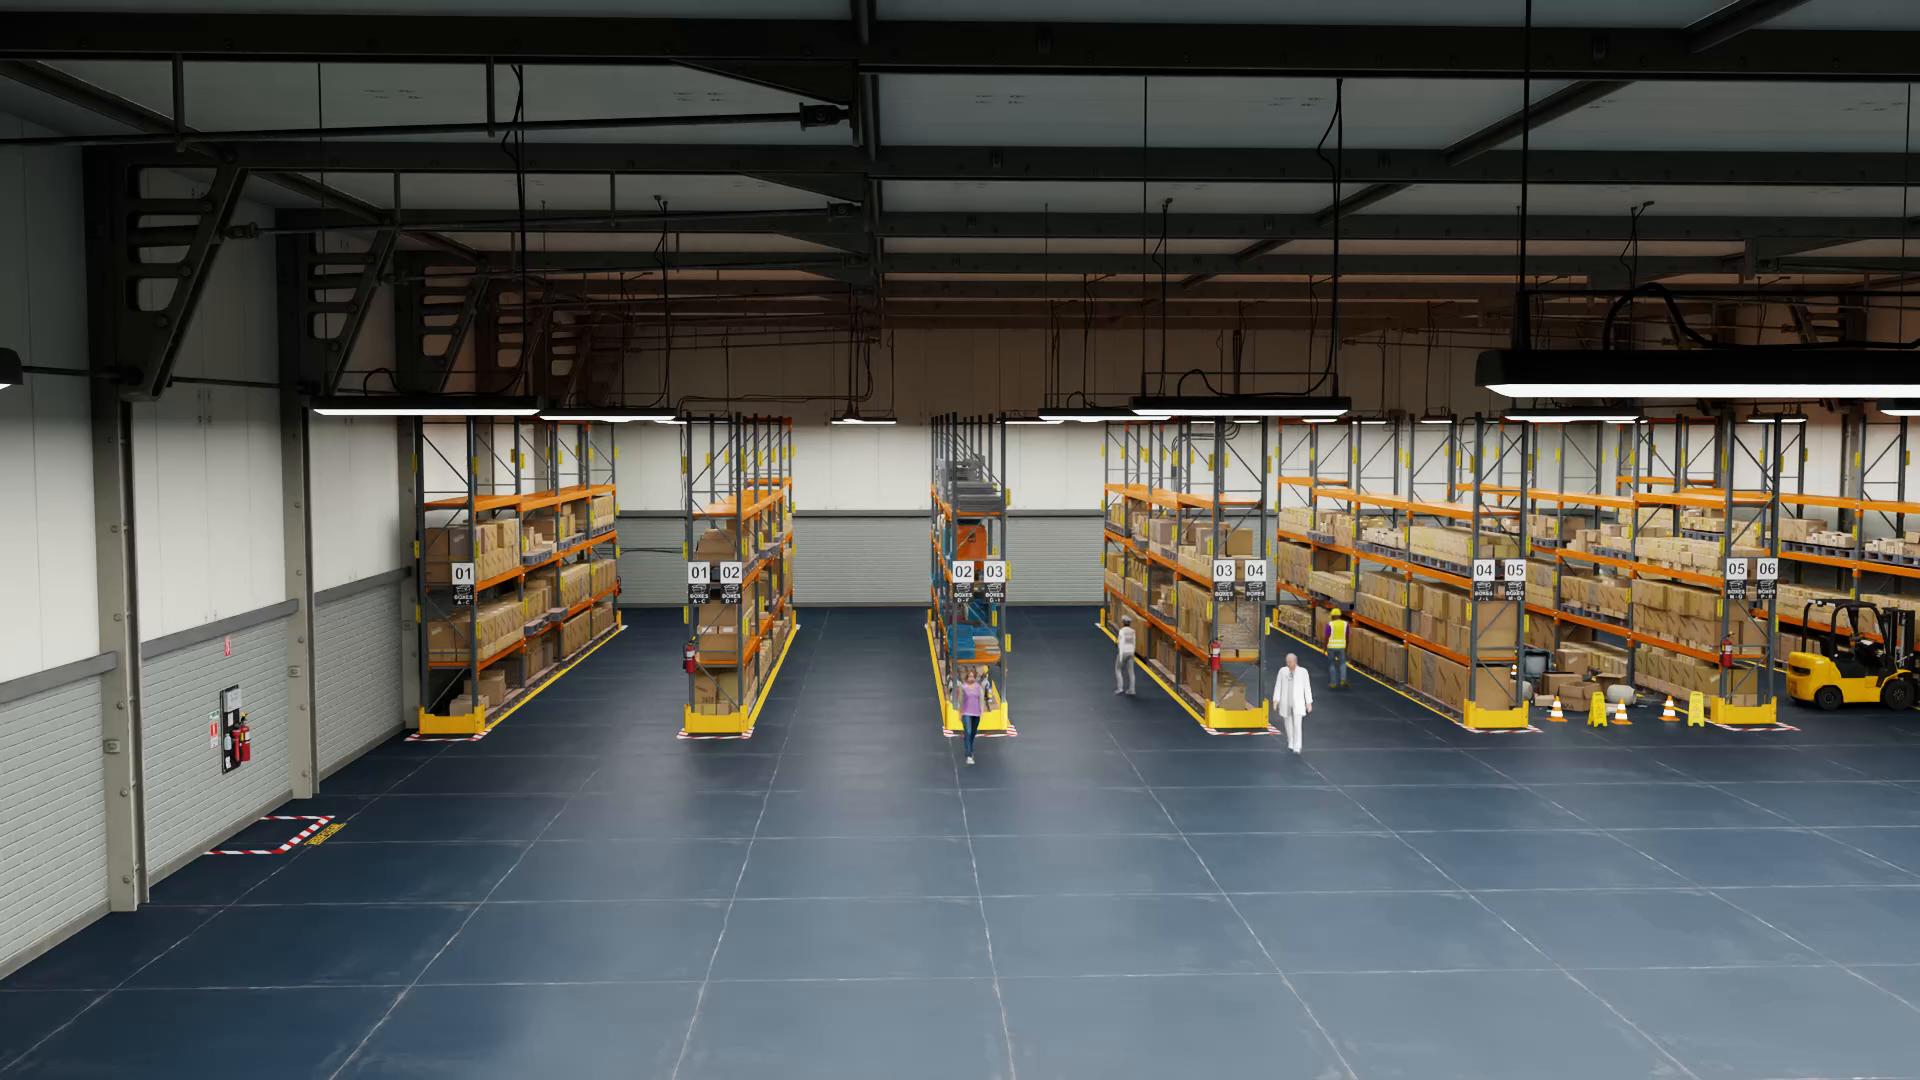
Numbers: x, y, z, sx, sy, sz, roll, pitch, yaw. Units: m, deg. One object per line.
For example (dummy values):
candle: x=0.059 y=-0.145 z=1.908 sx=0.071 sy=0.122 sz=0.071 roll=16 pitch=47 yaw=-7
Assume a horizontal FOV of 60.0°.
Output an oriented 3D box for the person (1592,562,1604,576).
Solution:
person: x=19.037 y=1.444 z=49.718 sx=0.563 sy=1.765 sz=0.553 roll=0 pitch=4 yaw=-6

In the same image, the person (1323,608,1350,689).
person: x=8.239 y=2.371 z=36.397 sx=0.575 sy=1.766 sz=0.535 roll=0 pitch=4 yaw=-1

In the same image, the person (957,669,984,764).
person: x=0.207 y=2.997 z=28.338 sx=0.435 sy=1.567 sz=0.834 roll=-2 pitch=4 yaw=-23

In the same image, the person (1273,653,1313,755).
person: x=5.825 y=2.861 z=29.224 sx=0.648 sy=1.742 sz=0.984 roll=2 pitch=4 yaw=28

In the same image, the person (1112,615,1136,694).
person: x=3.587 y=2.480 z=35.590 sx=0.505 sy=1.724 sz=0.545 roll=-2 pitch=4 yaw=-28
